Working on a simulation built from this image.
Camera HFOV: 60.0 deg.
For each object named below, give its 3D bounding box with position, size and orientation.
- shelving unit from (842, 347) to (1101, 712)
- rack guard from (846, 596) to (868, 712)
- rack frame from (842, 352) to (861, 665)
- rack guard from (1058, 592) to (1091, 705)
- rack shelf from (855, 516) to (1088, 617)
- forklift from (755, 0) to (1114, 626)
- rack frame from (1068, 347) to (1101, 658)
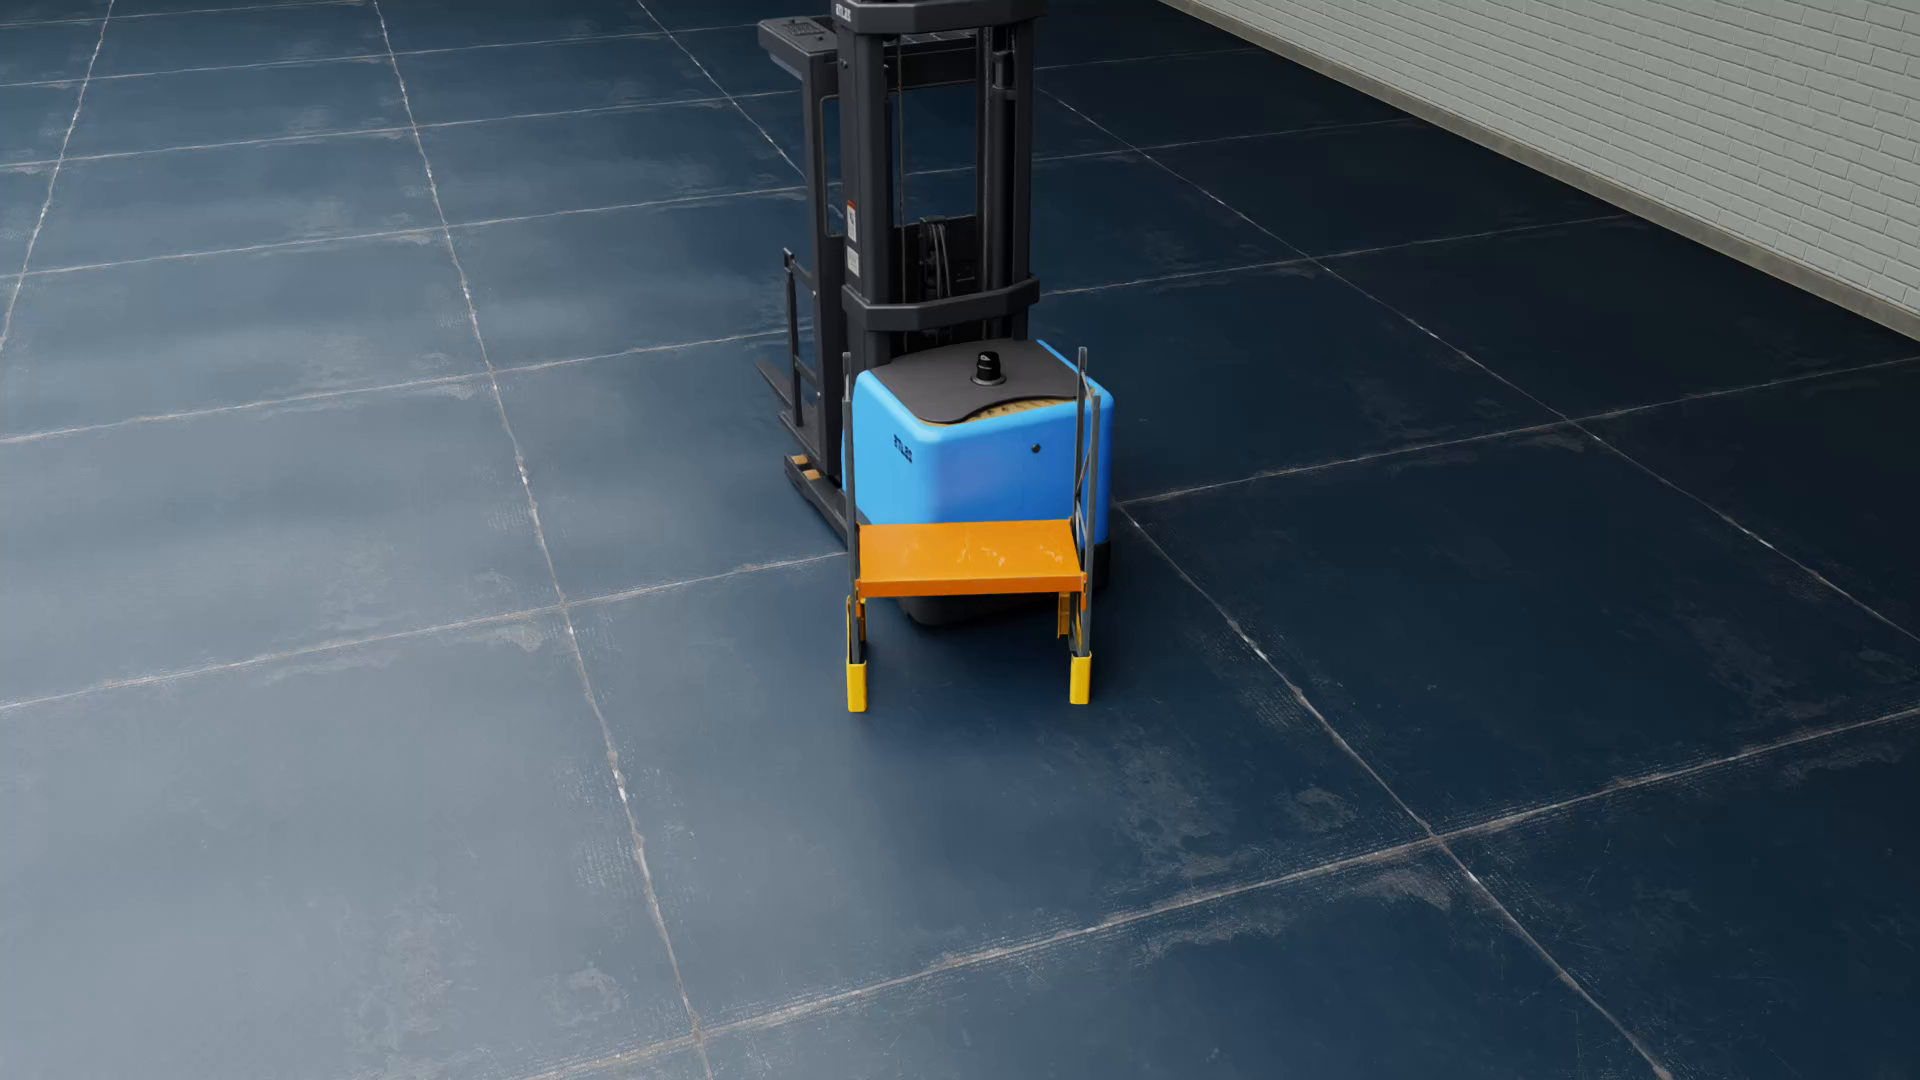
[{"bbox_3d":[0.026,-0.044,7.312,1.083,1.500,0.587,-2,30,-3],"label":"shelving unit"},{"bbox_3d":[-0.471,0.513,7.596,0.087,0.250,0.587,-2,30,-3],"label":"rack guard"},{"bbox_3d":[-0.472,-0.030,7.287,0.032,1.500,0.500,-2,30,-3],"label":"rack frame"},{"bbox_3d":[0.524,0.485,7.646,0.087,0.250,0.587,-2,30,-3],"label":"rack guard"},{"bbox_3d":[0.036,0.112,7.401,1.000,0.185,0.538,-2,30,-3],"label":"rack shelf"},{"bbox_3d":[-0.330,-1.577,8.556,1.130,2.935,3.031,-13,32,-21],"label":"forklift"},{"bbox_3d":[0.543,-0.058,7.337,0.032,1.500,0.500,-2,30,-3],"label":"rack frame"}]
